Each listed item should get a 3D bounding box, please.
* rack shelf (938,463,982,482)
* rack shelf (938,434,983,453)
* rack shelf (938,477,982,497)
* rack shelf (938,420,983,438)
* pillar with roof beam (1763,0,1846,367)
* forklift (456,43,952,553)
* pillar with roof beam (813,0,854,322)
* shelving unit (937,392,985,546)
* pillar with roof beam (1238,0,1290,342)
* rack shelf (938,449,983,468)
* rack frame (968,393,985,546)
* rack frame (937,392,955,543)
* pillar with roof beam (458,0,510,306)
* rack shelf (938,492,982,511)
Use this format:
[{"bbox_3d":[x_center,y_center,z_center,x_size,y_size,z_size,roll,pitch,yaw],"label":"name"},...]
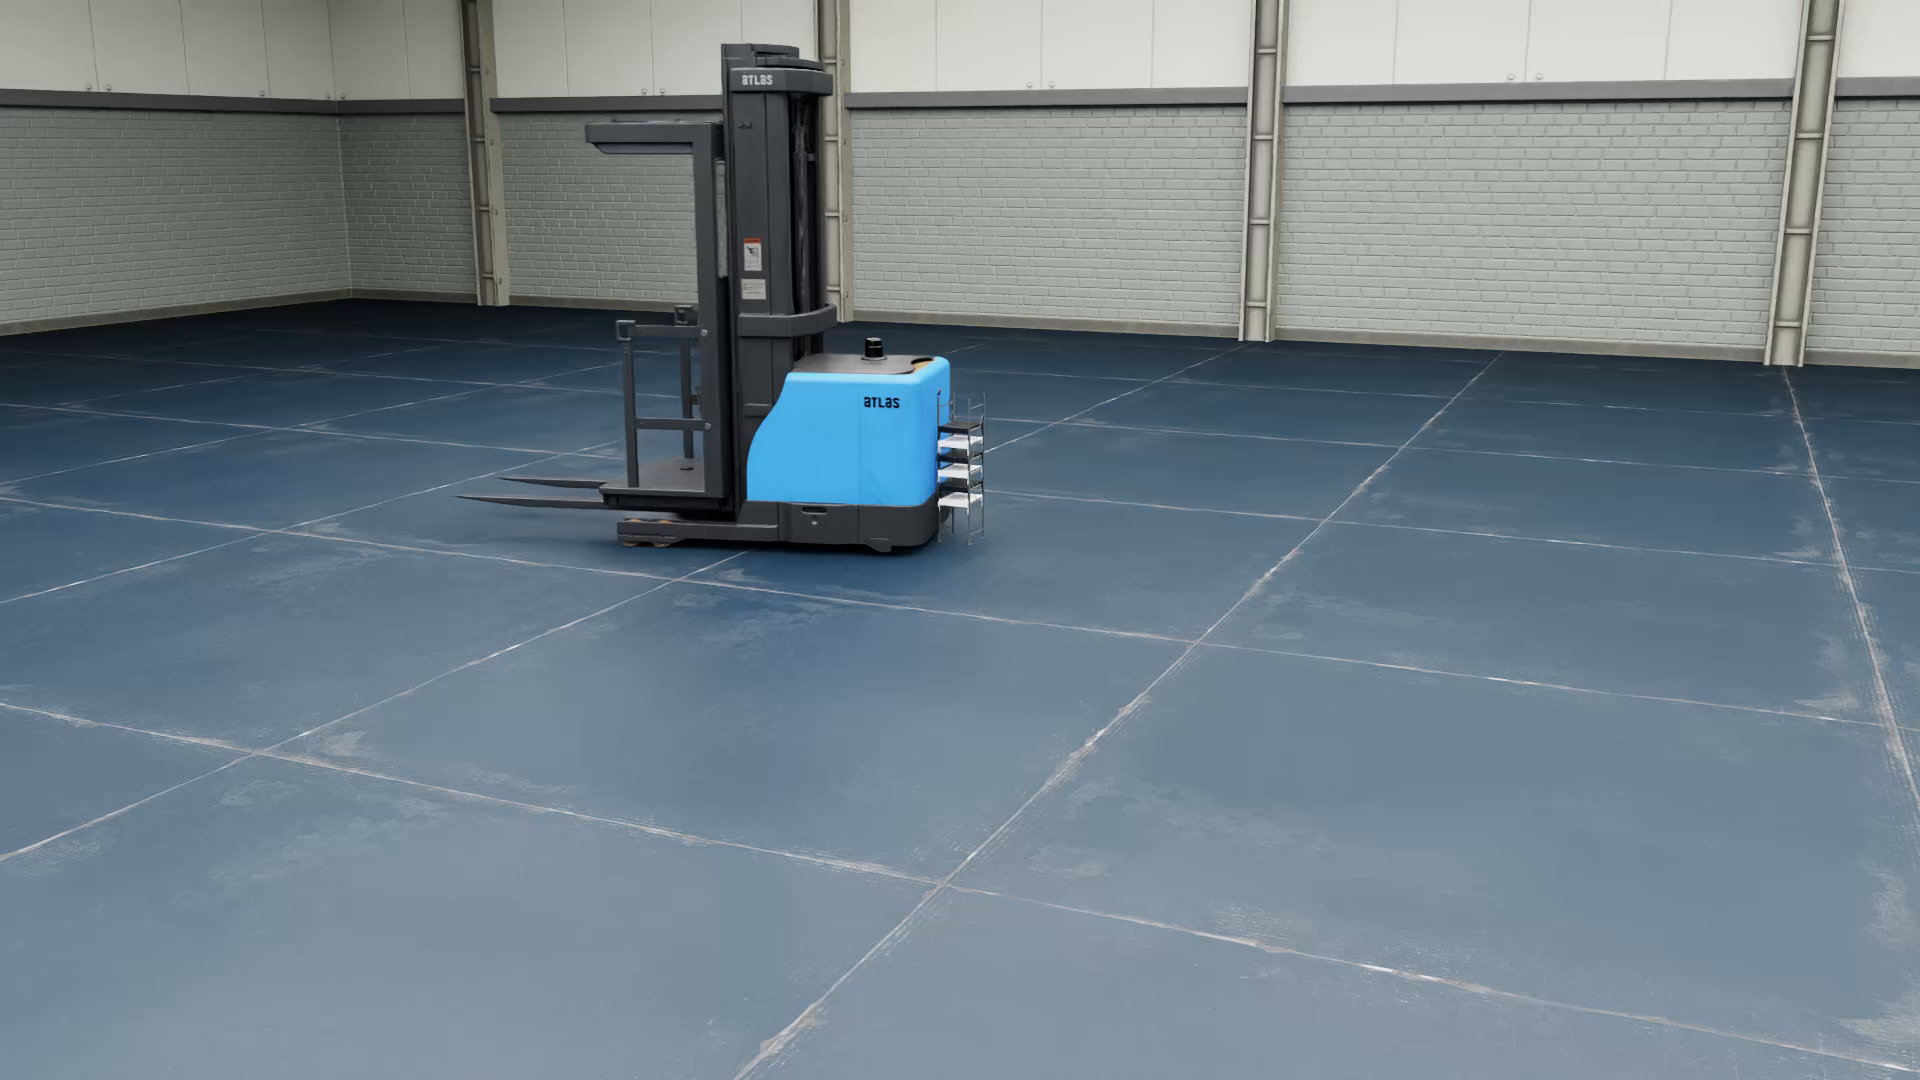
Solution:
[{"bbox_3d":[0.007,-0.405,10.156,0.200,0.077,0.258,6,14,23],"label":"rack shelf"},{"bbox_3d":[0.007,-0.580,10.115,0.200,0.077,0.258,6,14,23],"label":"rack shelf"},{"bbox_3d":[0.007,-0.317,10.177,0.200,0.077,0.258,6,14,23],"label":"rack shelf"},{"bbox_3d":[0.007,-0.668,10.095,0.200,0.077,0.258,6,14,23],"label":"rack shelf"},{"bbox_3d":[7.496,-5.457,13.811,0.400,9.000,9.100,6,14,23],"label":"pillar with roof beam"},{"bbox_3d":[-1.619,-1.496,10.214,3.031,2.935,1.130,2,13,10],"label":"forklift"},{"bbox_3d":[-3.476,-6.567,18.542,0.400,9.000,9.100,6,14,23],"label":"pillar with roof beam"},{"bbox_3d":[0.007,-0.437,10.149,0.210,0.900,0.258,6,14,23],"label":"shelving unit"},{"bbox_3d":[2.010,-6.012,16.177,0.400,9.000,9.100,6,14,23],"label":"pillar with roof beam"},{"bbox_3d":[0.007,-0.493,10.136,0.200,0.077,0.258,6,14,23],"label":"rack shelf"},{"bbox_3d":[0.100,-0.428,10.109,0.006,0.900,0.240,6,14,23],"label":"rack frame"},{"bbox_3d":[-0.086,-0.447,10.189,0.006,0.900,0.240,6,14,23],"label":"rack frame"},{"bbox_3d":[-8.962,-7.122,20.908,0.400,9.000,9.100,6,14,23],"label":"pillar with roof beam"},{"bbox_3d":[0.007,-0.230,10.198,0.200,0.077,0.258,6,14,23],"label":"rack shelf"}]
